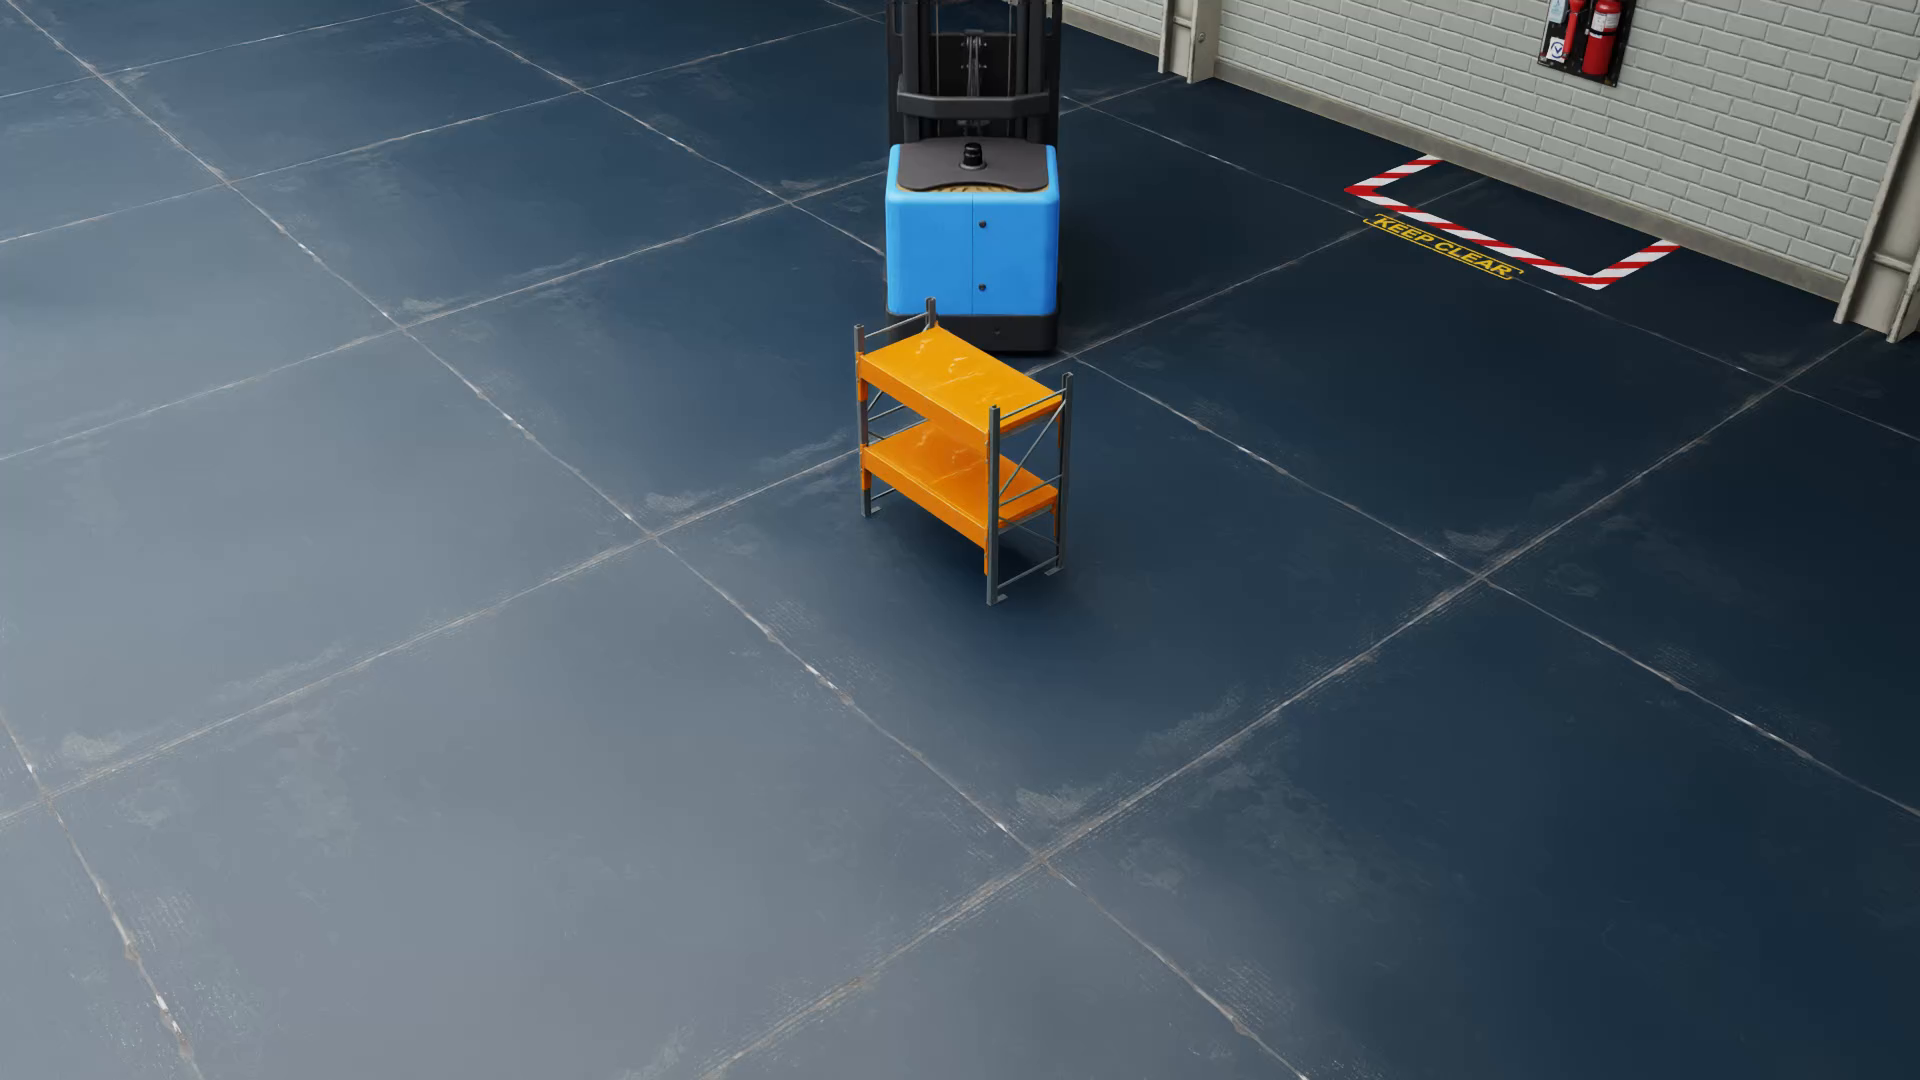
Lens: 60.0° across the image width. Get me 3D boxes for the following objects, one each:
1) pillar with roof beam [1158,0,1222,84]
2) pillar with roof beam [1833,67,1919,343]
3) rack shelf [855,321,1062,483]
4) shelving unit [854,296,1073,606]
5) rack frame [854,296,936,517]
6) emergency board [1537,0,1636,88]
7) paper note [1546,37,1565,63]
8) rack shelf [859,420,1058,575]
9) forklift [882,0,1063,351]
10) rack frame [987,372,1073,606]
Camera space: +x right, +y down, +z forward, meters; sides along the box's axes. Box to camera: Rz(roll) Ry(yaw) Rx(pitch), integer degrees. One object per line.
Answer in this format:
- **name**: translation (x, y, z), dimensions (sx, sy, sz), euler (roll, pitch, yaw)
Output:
- **pillar with roof beam**: translation (-1.336, -6.086, 9.458), dimensions (9.100, 9.000, 0.400), euler (-26, 43, -32)
- **pillar with roof beam**: translation (2.536, -3.437, 5.718), dimensions (9.100, 9.000, 0.400), euler (-26, 43, -32)
- **rack shelf**: translation (0.004, -0.695, 8.153), dimensions (0.538, 0.278, 1.000), euler (-26, 43, -32)
- **shelving unit**: translation (0.004, -0.456, 8.322), dimensions (0.538, 1.125, 1.048), euler (-26, 43, -32)
- **rack frame**: translation (-0.324, -0.680, 8.639), dimensions (0.500, 1.125, 0.032), euler (-26, 43, -32)
- **emergency board**: translation (4.259, -3.699, 11.279), dimensions (0.194, 1.169, 0.643), euler (-26, 43, -32)
- **paper note**: translation (4.197, -3.444, 11.681), dimensions (0.016, 0.148, 0.142), euler (-26, 43, -32)
- **rack shelf**: translation (0.004, -0.257, 8.463), dimensions (0.538, 0.278, 1.000), euler (-26, 43, -32)
- **forklift**: translation (0.087, -3.168, 10.589), dimensions (1.130, 2.935, 3.031), euler (0, 35, 0)
- **rack frame**: translation (0.332, -0.232, 8.005), dimensions (0.500, 1.125, 0.032), euler (-26, 43, -32)
